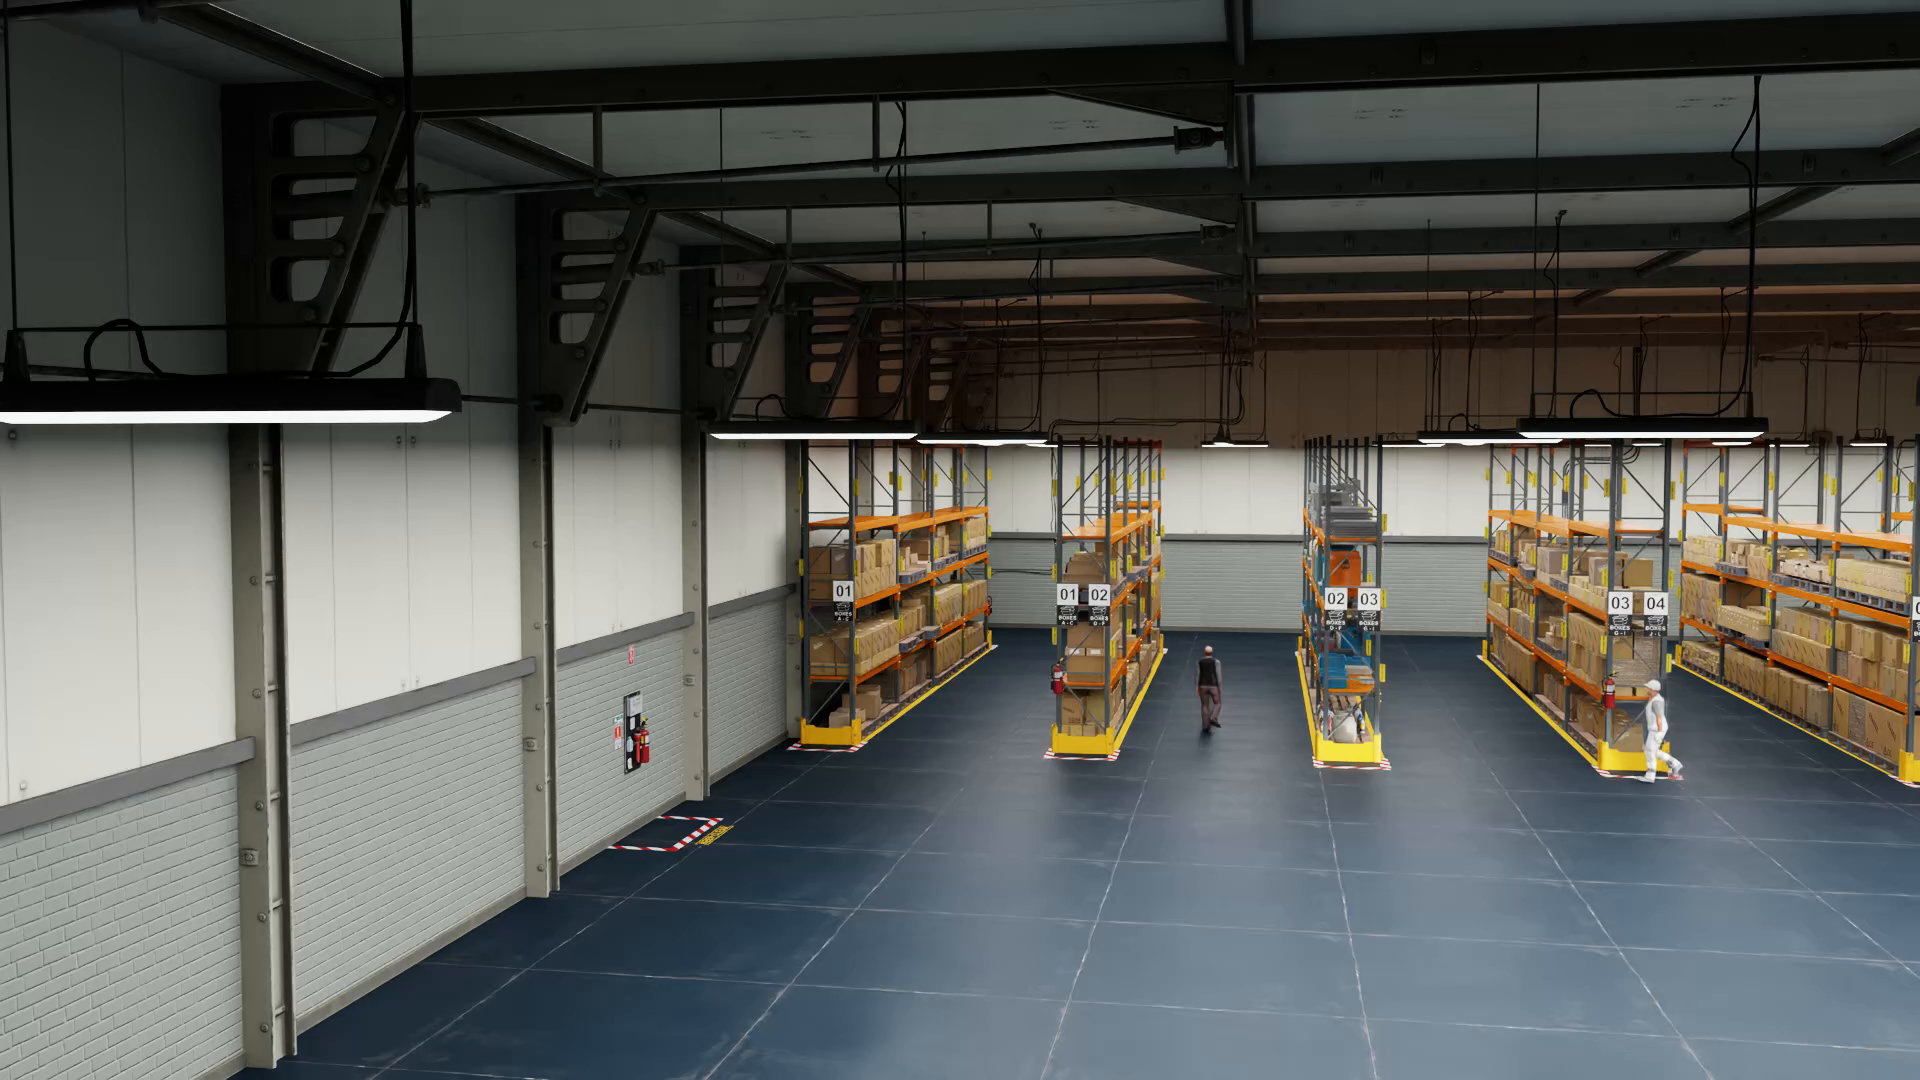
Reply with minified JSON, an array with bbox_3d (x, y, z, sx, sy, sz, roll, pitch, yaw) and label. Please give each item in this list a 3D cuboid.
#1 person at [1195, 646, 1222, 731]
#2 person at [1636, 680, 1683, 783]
[{"bbox_3d":[5.073,3.020,33.927,0.571,1.710,0.465,1,3,22],"label":"person"},{"bbox_3d":[12.044,3.285,28.582,0.784,1.774,0.549,1,3,14],"label":"person"}]
